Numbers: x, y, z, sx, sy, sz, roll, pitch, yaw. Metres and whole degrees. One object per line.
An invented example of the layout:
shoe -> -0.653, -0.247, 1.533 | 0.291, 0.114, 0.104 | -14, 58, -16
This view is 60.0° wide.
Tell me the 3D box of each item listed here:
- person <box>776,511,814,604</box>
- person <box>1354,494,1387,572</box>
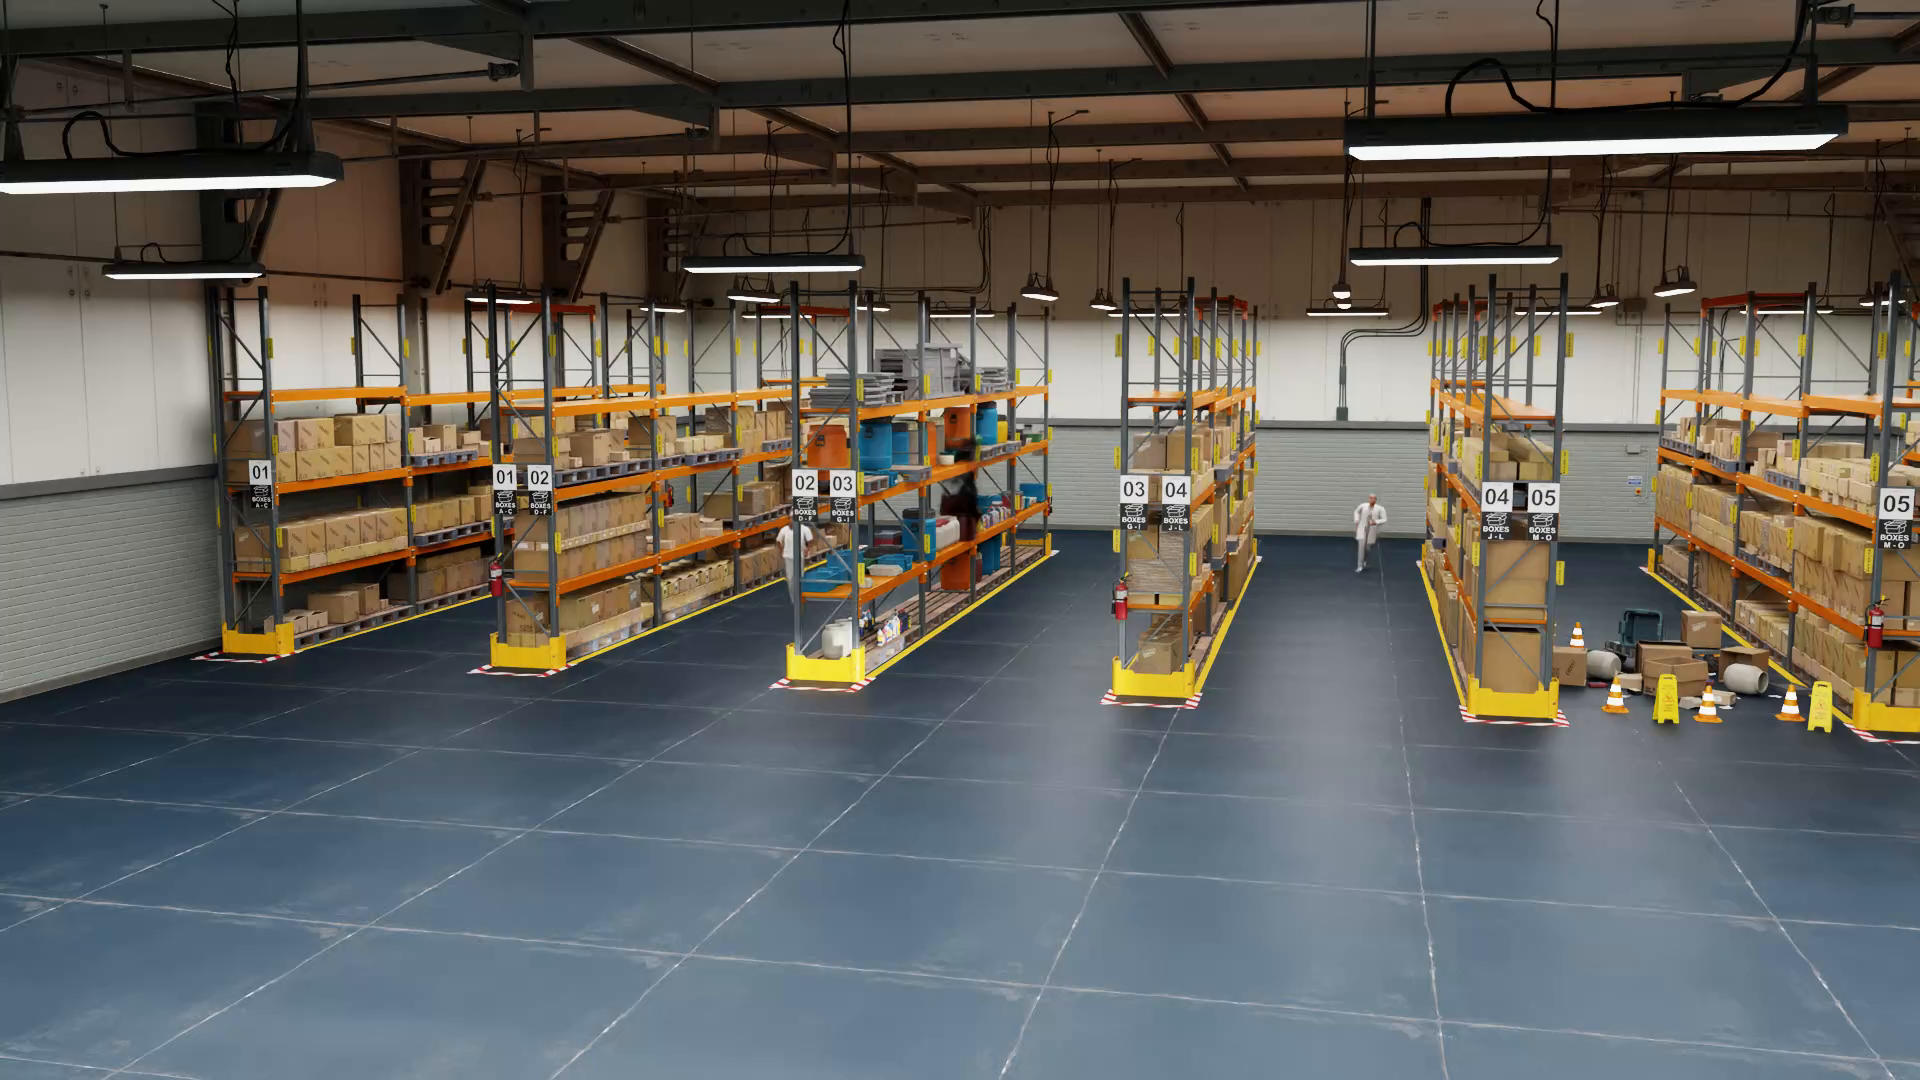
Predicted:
person -> -3.065, 0.325, 30.758 | 0.696, 1.735, 0.557 | 0, 7, 1
person -> 9.287, -0.176, 37.690 | 0.747, 1.767, 0.949 | 2, 7, 20
